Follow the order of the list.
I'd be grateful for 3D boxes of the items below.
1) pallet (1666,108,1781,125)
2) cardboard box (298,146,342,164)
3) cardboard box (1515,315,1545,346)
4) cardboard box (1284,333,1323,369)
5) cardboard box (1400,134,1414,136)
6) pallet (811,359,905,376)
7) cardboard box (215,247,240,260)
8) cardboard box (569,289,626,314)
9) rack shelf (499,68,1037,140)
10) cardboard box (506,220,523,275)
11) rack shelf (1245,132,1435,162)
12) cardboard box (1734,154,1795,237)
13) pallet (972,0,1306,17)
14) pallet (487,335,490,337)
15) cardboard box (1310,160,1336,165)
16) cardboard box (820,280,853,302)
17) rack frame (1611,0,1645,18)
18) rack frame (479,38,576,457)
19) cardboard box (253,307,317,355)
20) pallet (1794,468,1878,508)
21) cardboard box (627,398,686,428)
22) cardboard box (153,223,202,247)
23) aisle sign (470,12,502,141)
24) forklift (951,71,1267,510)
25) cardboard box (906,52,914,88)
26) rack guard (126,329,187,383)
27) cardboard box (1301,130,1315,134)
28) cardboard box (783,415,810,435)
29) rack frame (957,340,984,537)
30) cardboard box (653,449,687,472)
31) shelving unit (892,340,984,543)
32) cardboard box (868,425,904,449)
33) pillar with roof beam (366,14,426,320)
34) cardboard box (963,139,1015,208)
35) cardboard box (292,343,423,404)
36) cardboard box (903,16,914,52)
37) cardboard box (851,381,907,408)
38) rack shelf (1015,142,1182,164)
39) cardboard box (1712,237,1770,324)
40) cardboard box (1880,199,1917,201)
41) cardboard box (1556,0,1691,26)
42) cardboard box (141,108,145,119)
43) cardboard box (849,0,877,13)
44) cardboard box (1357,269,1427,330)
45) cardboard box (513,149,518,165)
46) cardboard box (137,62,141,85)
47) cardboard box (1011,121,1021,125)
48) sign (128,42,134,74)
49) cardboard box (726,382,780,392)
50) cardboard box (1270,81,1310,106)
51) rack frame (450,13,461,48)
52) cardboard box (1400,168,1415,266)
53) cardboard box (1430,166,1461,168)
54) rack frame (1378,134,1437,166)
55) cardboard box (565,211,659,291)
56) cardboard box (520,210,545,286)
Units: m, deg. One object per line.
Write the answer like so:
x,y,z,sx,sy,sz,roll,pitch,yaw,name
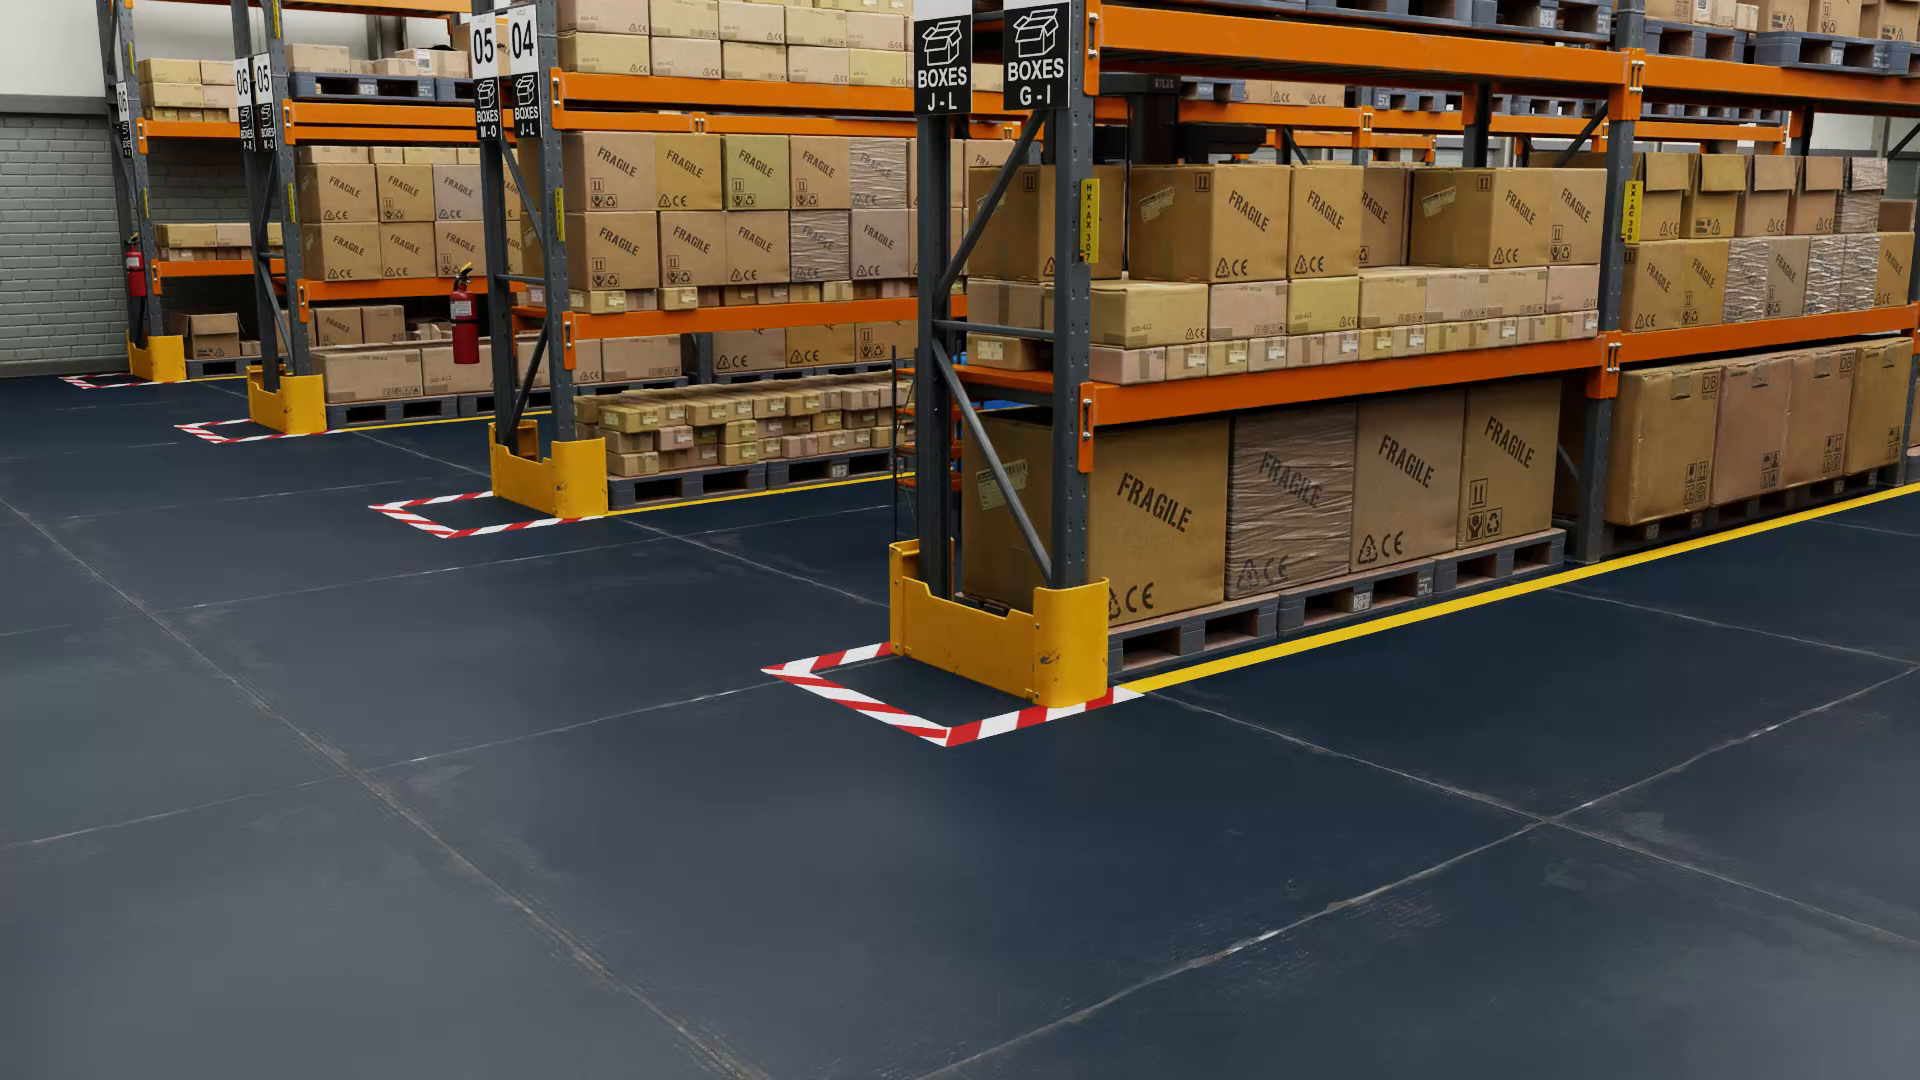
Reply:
9.070,-5.107,19.948,1.213,0.211,1.003,-9,15,-38,pallet
-5.572,-3.351,14.477,0.250,0.149,0.380,-9,15,-36,cardboard box
2.857,-1.124,8.803,0.250,0.149,0.380,-10,15,-39,cardboard box
1.453,-0.890,7.704,0.250,0.149,0.380,-10,15,-39,cardboard box
6.194,-5.785,23.536,0.250,0.149,0.380,-9,15,-37,cardboard box
-1.390,-1.921,18.666,1.213,0.211,1.003,-9,15,-38,pallet
-8.345,-3.254,18.838,0.250,0.149,0.380,-10,15,-38,cardboard box
-2.393,-1.570,10.908,0.250,0.149,0.380,-10,15,-38,cardboard box
-1.289,-3.079,11.919,4.000,0.370,1.077,-9,15,-38,rack shelf
-4.301,-2.760,15.663,0.500,0.500,0.500,-9,15,-36,cardboard box
4.910,-5.426,22.972,4.000,0.370,1.077,-9,15,-38,rack shelf
4.804,-2.200,10.612,0.637,0.503,0.797,-9,15,-36,cardboard box
0.741,-2.409,7.243,1.213,0.211,1.003,-9,15,-38,pallet
-5.391,-2.565,21.702,1.213,0.211,1.003,-9,15,-38,pallet
4.649,-4.880,22.526,0.500,0.500,0.700,-10,15,-39,cardboard box
-0.980,-1.811,12.041,0.250,0.149,0.380,-9,15,-37,cardboard box
3.292,-4.340,8.905,0.127,3.000,1.000,-9,15,-38,rack frame
-2.851,-1.704,10.934,0.127,3.000,1.000,-9,15,-38,rack frame
-7.897,-2.450,19.452,0.500,0.500,0.700,-9,15,-35,cardboard box
5.753,-0.471,11.838,1.213,0.211,1.003,-9,15,-38,pallet
-2.090,-0.874,11.446,0.250,0.149,0.380,-9,15,-37,cardboard box
-8.933,-3.474,18.911,0.500,0.250,0.500,-9,15,-36,cardboard box
-3.096,-3.015,10.849,0.004,0.787,0.394,-9,15,-38,aisle sign
1.329,-1.726,11.203,1.130,2.935,3.031,12,17,44,forklift
-0.339,-3.447,12.280,0.500,0.250,0.500,-9,15,-38,cardboard box
-9.067,-2.086,18.748,0.348,0.500,1.175,-9,15,-38,rack guard
4.544,-5.530,22.334,0.250,0.149,0.380,-10,16,-39,cardboard box
-1.295,-0.867,12.127,0.250,0.149,0.380,-8,15,-35,cardboard box
0.061,-0.597,10.052,0.015,1.200,0.240,-9,15,-38,rack frame
-2.089,-0.579,11.485,0.250,0.149,0.380,-10,15,-38,cardboard box
-0.129,-0.565,9.903,0.503,1.200,0.258,-9,15,-38,shelving unit
-0.629,-0.794,12.498,0.250,0.149,0.380,-9,15,-38,cardboard box
-4.420,-6.110,17.238,0.400,9.000,9.100,-9,15,-38,pillar with roof beam
0.074,-2.802,12.739,0.500,0.500,0.500,-10,16,-40,cardboard box
-5.569,-1.548,15.355,0.875,0.438,0.875,-10,16,-40,cardboard box
-0.343,-3.695,12.245,0.500,0.250,0.500,-10,16,-40,cardboard box
-0.613,-1.093,12.474,0.250,0.149,0.380,-10,16,-40,cardboard box
1.806,-6.231,26.761,4.000,0.370,1.077,-9,15,-38,rack shelf
4.590,-1.604,10.221,0.500,0.500,0.500,-10,15,-39,cardboard box
7.186,-2.344,12.696,0.500,0.500,0.700,-7,14,-29,cardboard box
3.739,-3.204,9.524,0.500,0.500,0.700,-9,15,-36,cardboard box
-9.021,-4.722,18.529,0.250,0.149,0.380,-9,15,-36,cardboard box
-0.795,-3.800,11.779,0.250,0.149,0.380,-10,15,-38,cardboard box
1.913,-1.179,8.105,0.500,0.250,0.500,-10,15,-39,cardboard box
-4.161,-3.587,15.590,0.250,0.149,0.380,-9,15,-38,cardboard box
-8.953,-5.186,18.548,0.500,0.250,0.500,-10,16,-39,cardboard box
0.577,-4.890,19.319,0.250,0.149,0.380,-9,15,-38,cardboard box
-8.787,-5.106,17.626,0.005,0.325,0.100,-9,15,-38,sign
-1.549,-1.077,12.400,0.250,0.149,0.380,-10,16,-40,cardboard box
2.726,-4.076,14.642,0.500,0.500,0.500,-9,15,-38,cardboard box
-6.003,-6.752,20.264,0.127,3.000,1.000,-9,15,-38,rack frame
2.369,-1.762,9.042,0.500,0.500,0.500,-9,15,-38,cardboard box
4.546,-3.470,16.600,0.500,0.500,0.700,-10,15,-39,cardboard box
6.471,-4.570,24.431,0.127,3.000,1.000,-9,15,-38,rack frame
-2.328,-1.912,10.956,0.500,0.500,0.500,-9,15,-35,cardboard box
-2.661,-1.999,11.364,0.500,0.500,0.500,-9,15,-37,cardboard box
